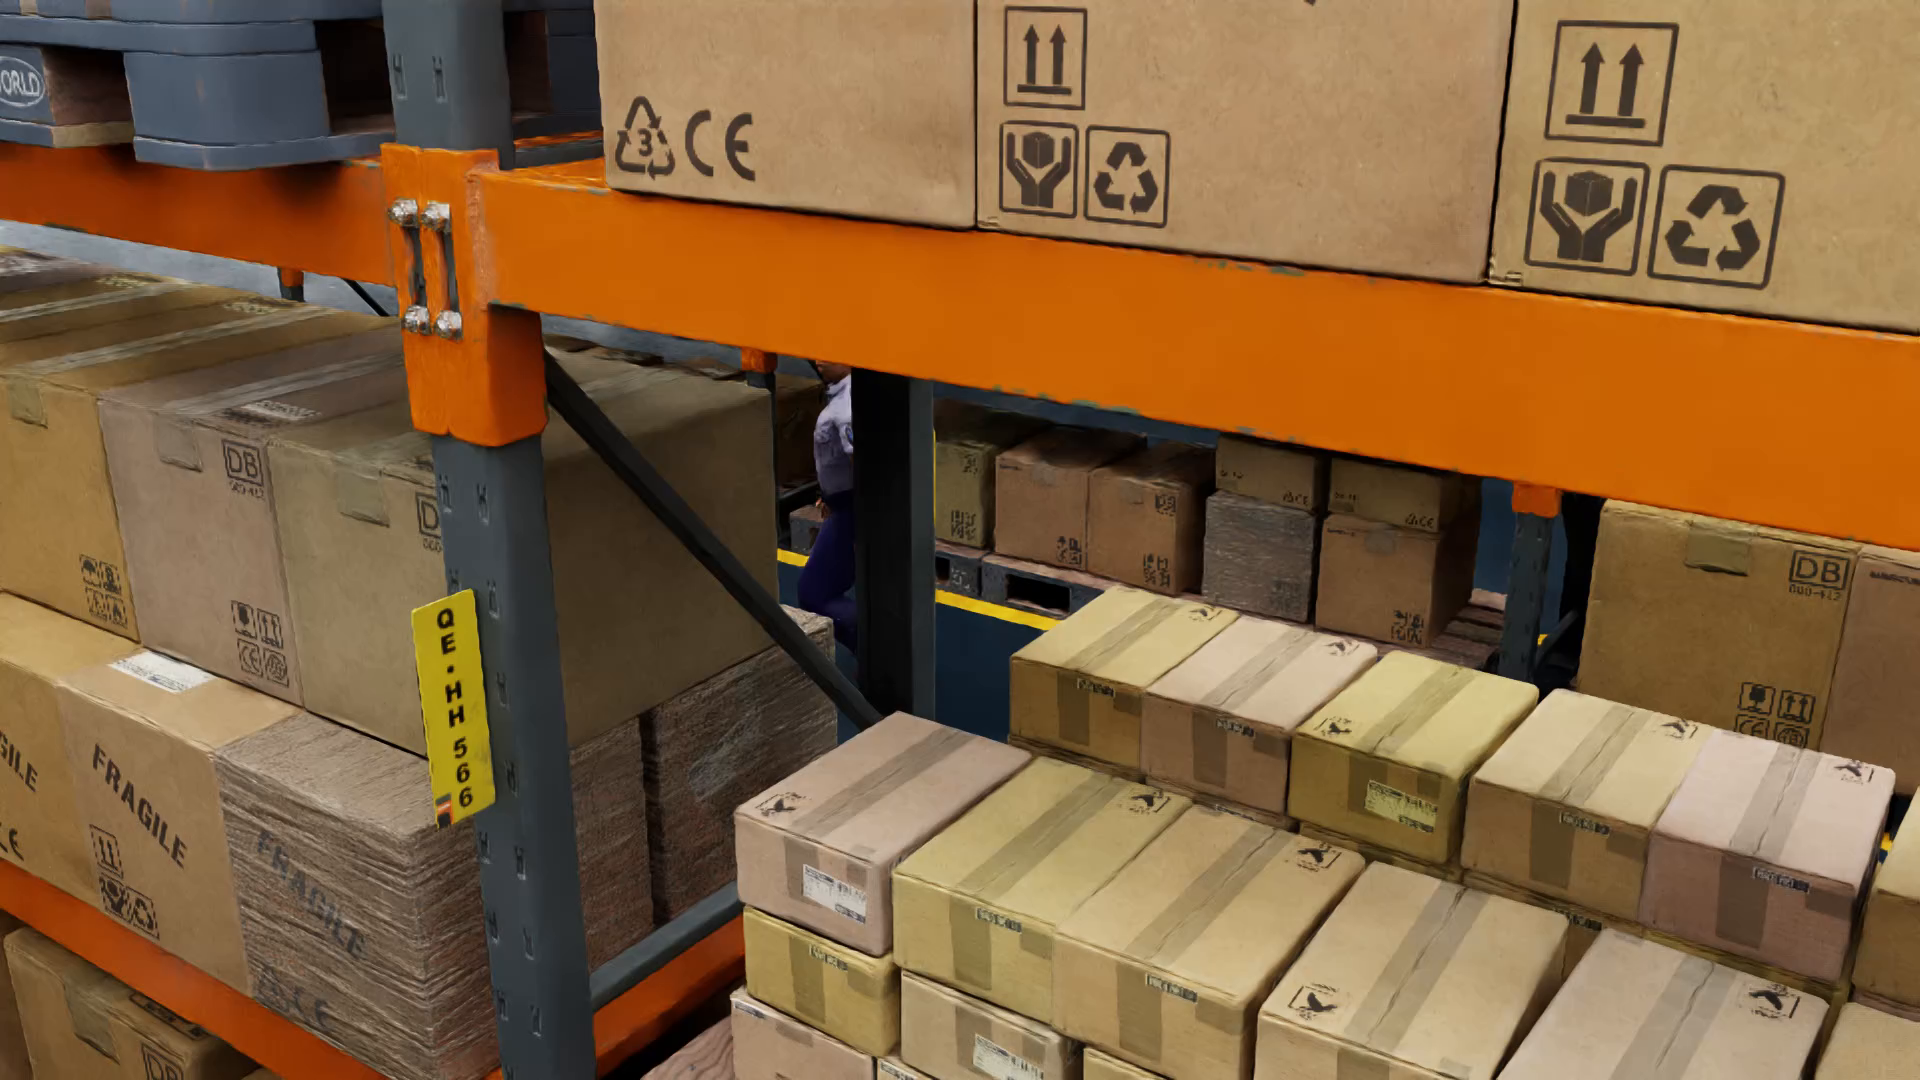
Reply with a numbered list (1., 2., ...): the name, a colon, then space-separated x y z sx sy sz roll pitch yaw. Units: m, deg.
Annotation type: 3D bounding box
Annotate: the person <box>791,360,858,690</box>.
1. person: -0.433 -0.084 6.834 0.508 1.643 0.615 0 20 1
